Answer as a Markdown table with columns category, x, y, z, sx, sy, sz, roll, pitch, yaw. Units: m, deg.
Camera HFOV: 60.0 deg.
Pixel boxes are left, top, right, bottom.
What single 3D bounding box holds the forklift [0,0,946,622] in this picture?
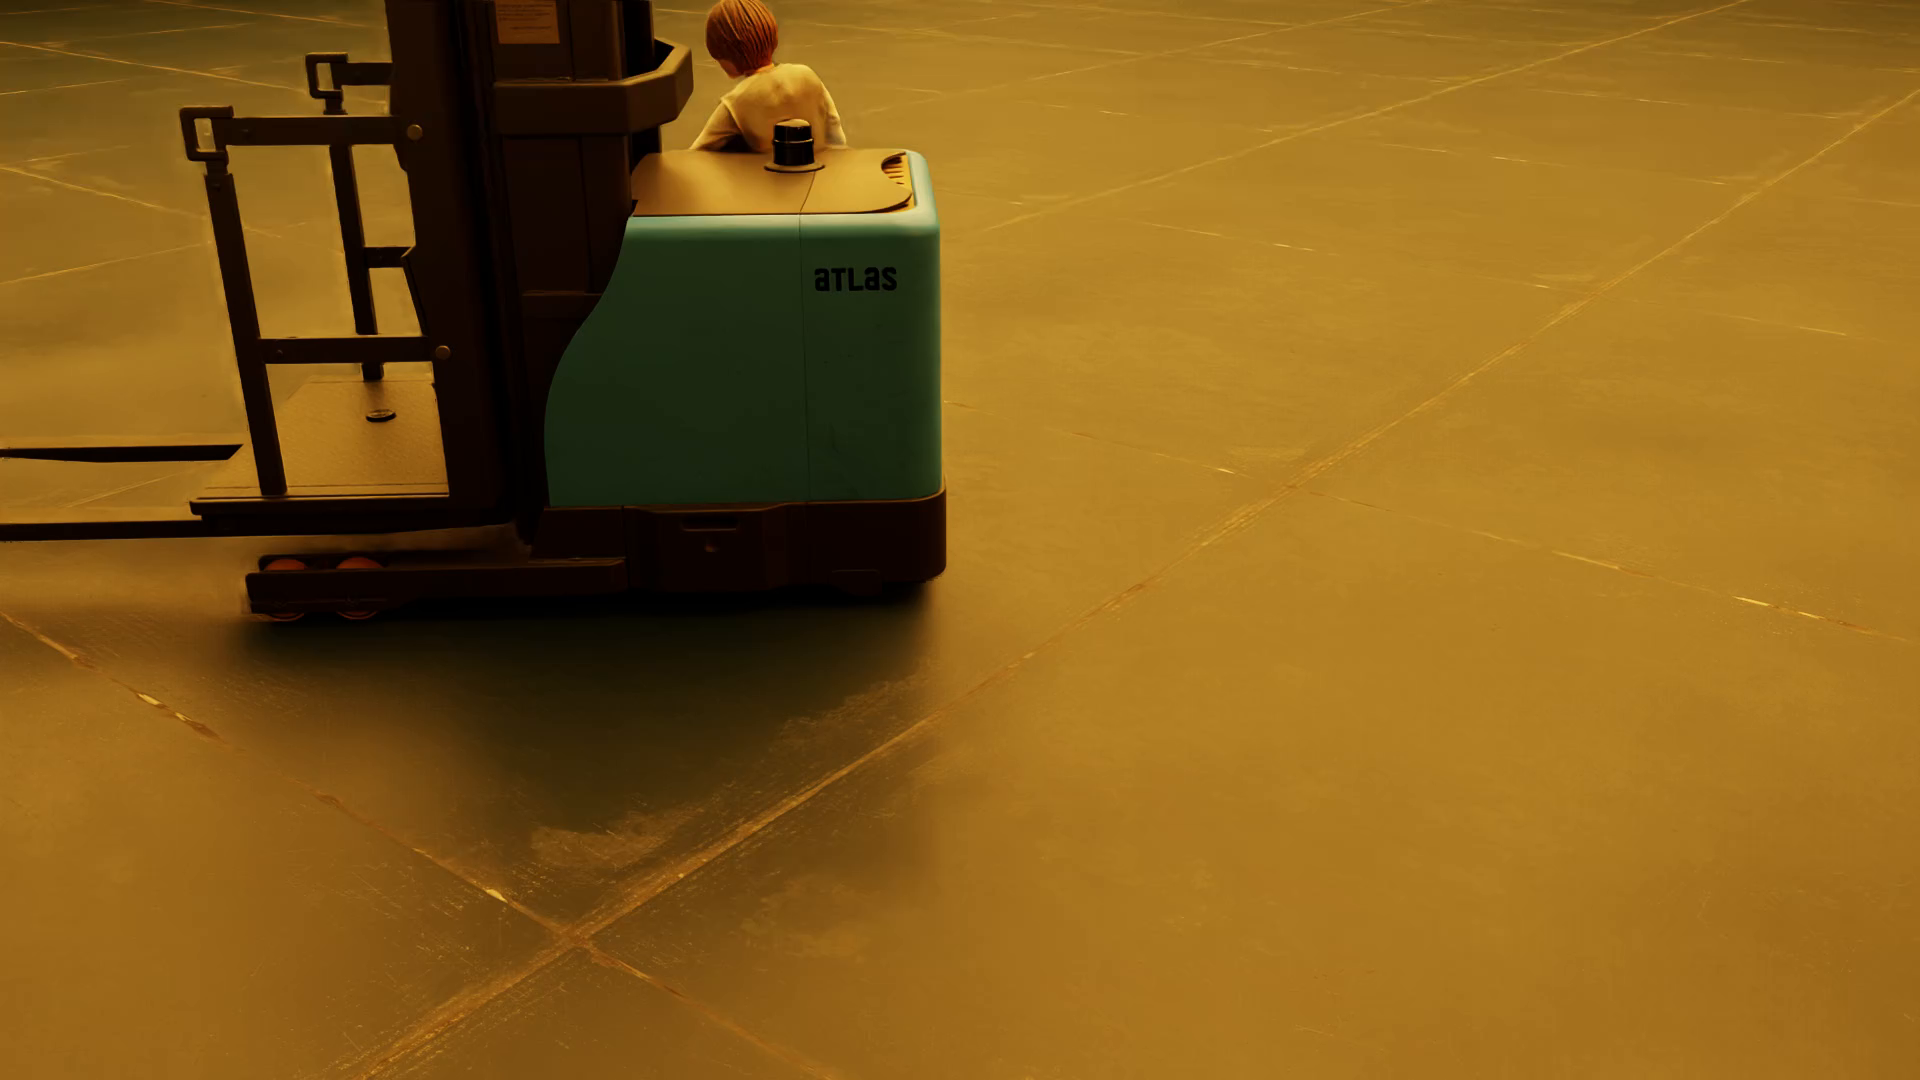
| category | x | y | z | sx | sy | sz | roll | pitch | yaw |
| --- | --- | --- | --- | --- | --- | --- | --- | --- | --- |
| forklift | -1.575 | -1.340 | 4.421 | 3.031 | 2.935 | 1.130 | -1 | 23 | -3 |

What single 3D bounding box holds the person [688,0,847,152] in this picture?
| category | x | y | z | sx | sy | sz | roll | pitch | yaw |
| --- | --- | --- | --- | --- | --- | --- | --- | --- | --- |
| person | -0.671 | -0.964 | 5.278 | 0.805 | 1.488 | 0.683 | 18 | 29 | 36 |
